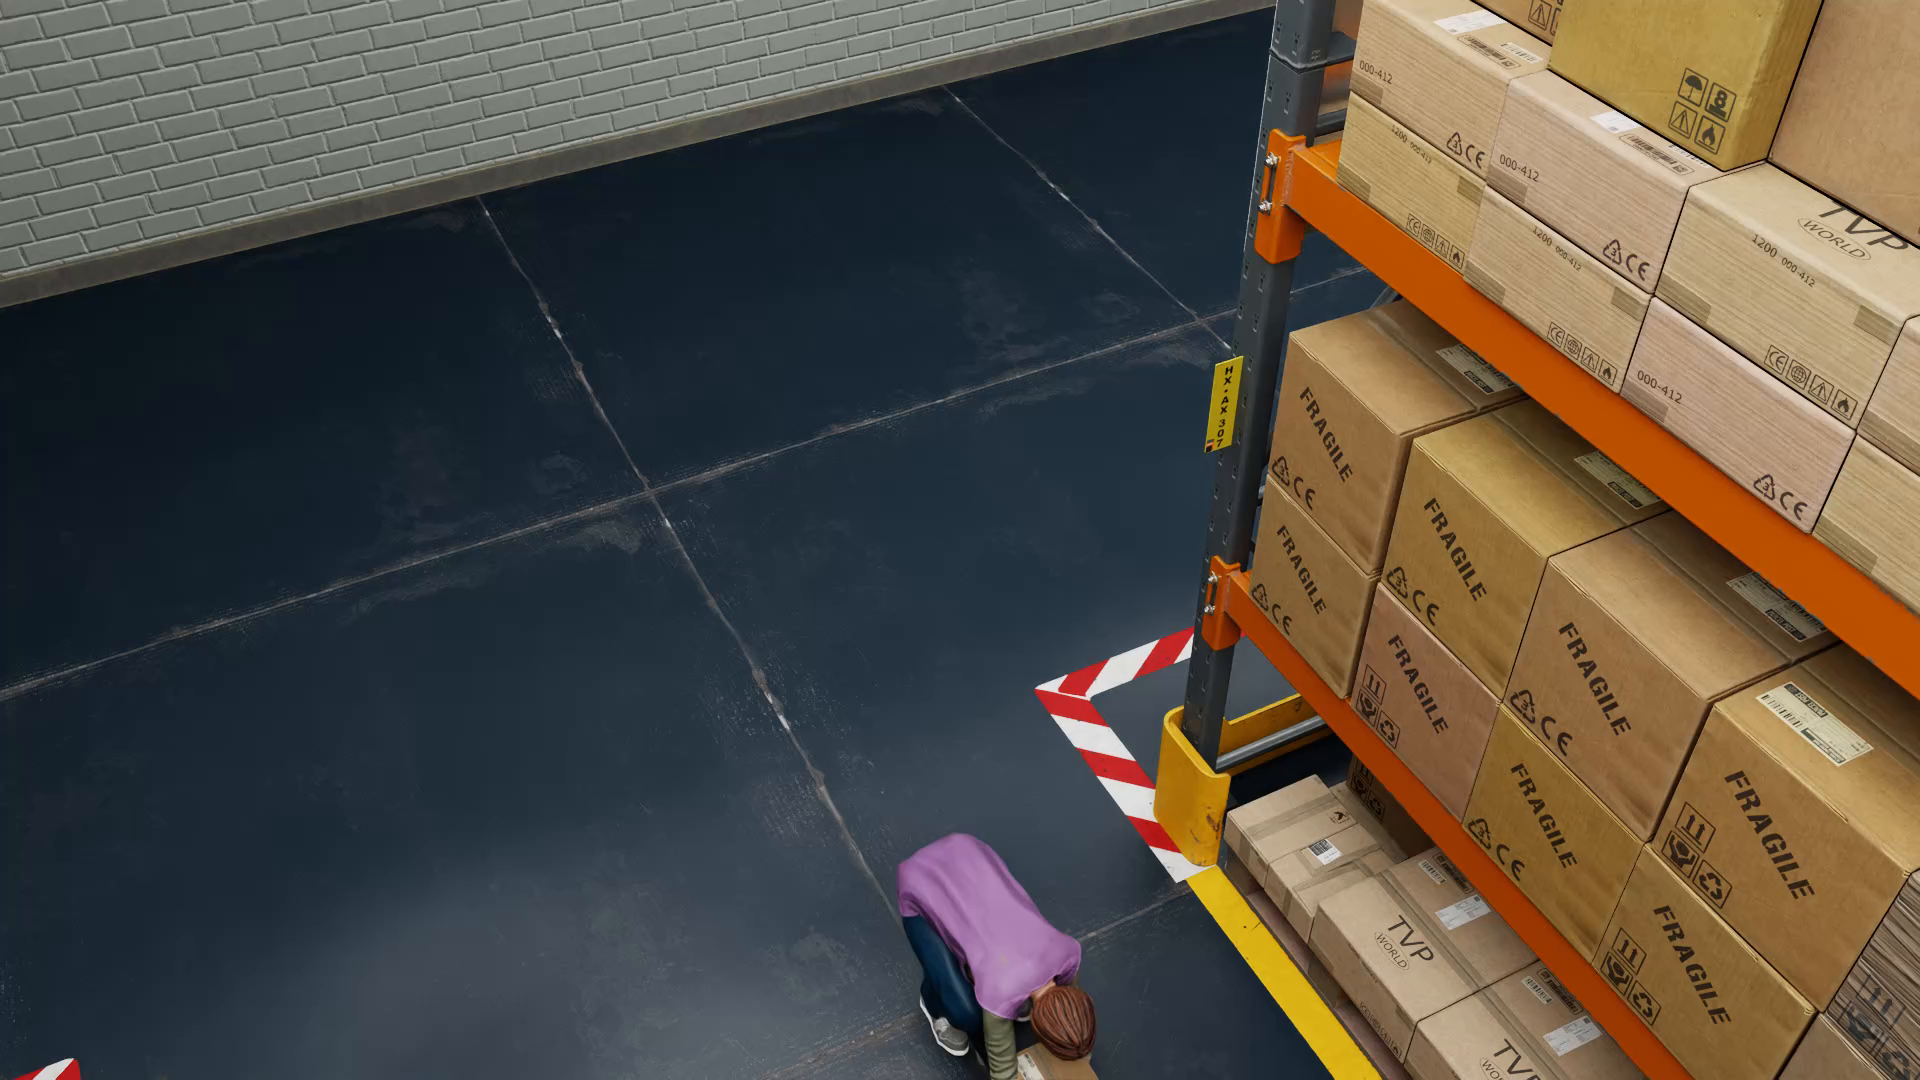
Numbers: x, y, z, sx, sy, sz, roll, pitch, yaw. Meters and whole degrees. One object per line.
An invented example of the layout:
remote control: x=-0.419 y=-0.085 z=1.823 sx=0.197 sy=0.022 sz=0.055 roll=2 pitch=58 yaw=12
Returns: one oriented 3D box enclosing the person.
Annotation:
person: x=0.128 y=1.396 z=5.264 sx=0.429 sy=0.773 sz=0.873 roll=-23 pitch=47 yaw=-24
